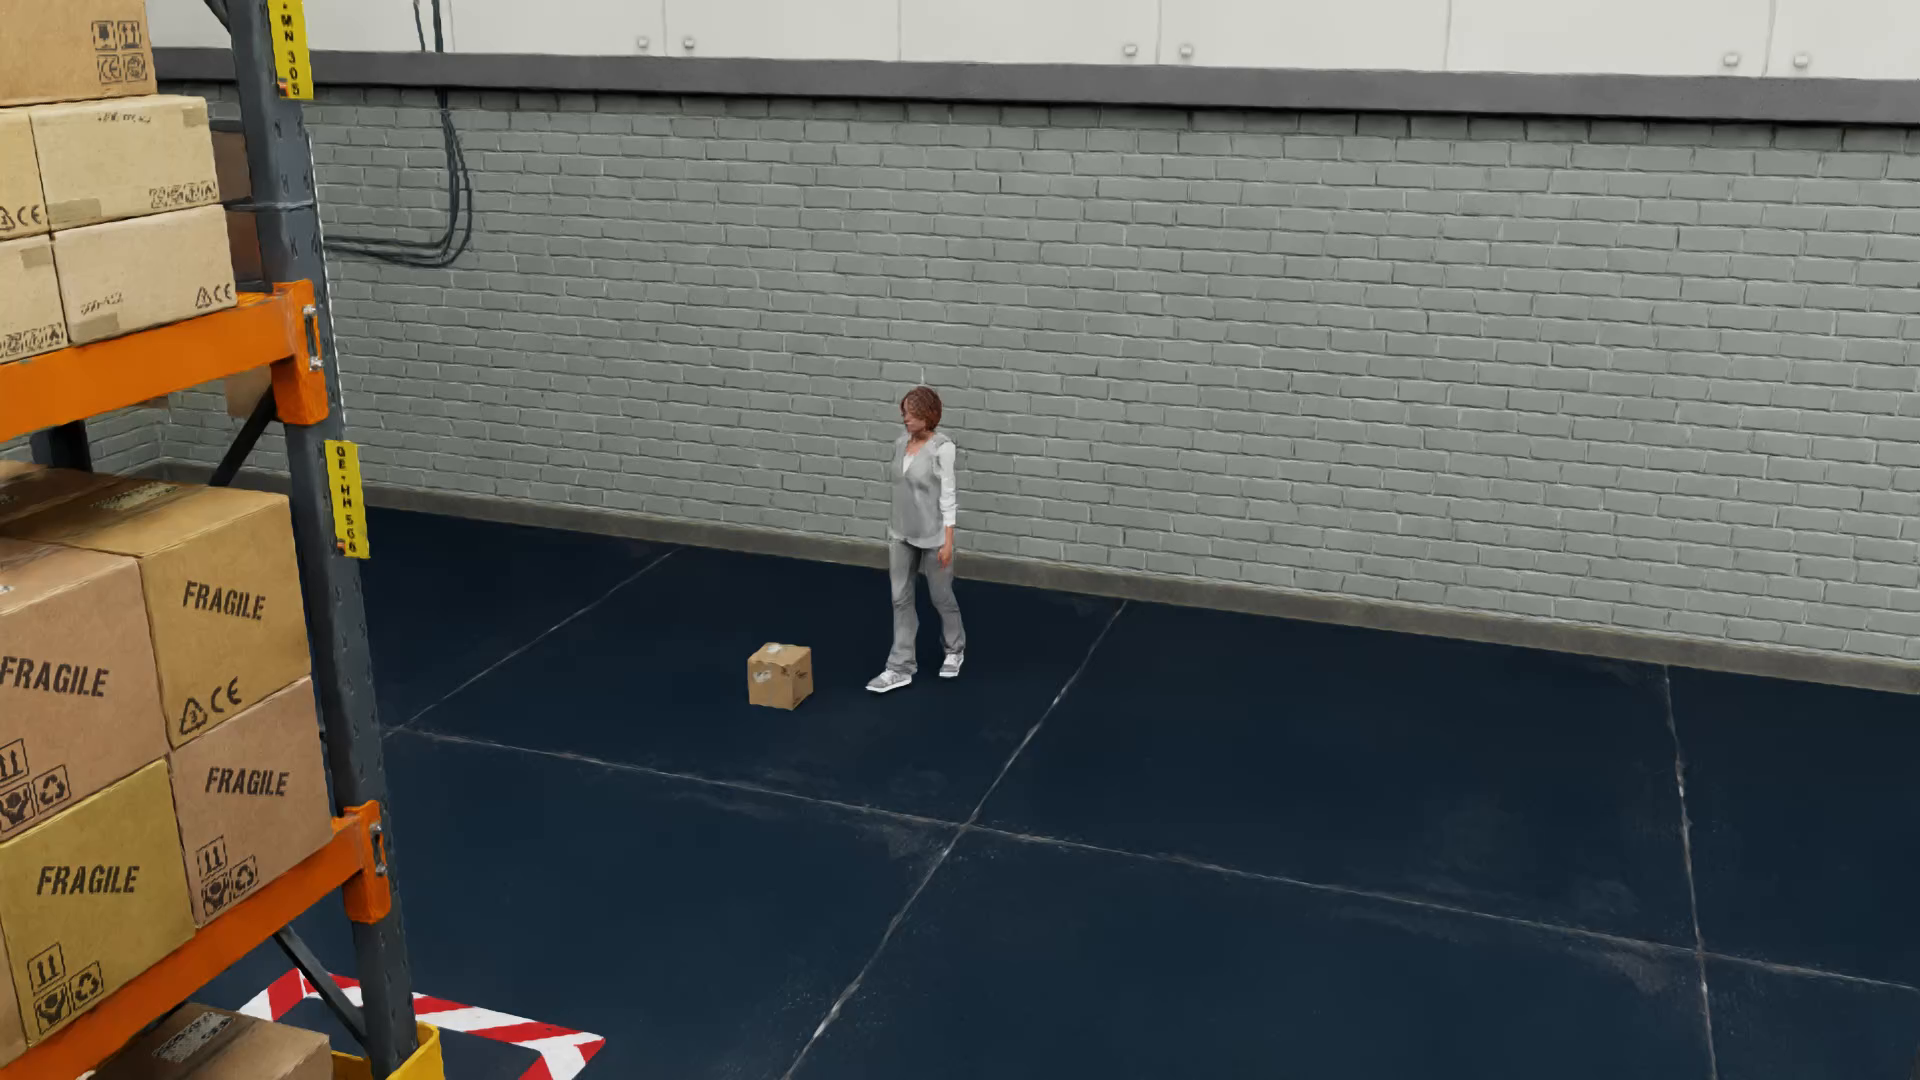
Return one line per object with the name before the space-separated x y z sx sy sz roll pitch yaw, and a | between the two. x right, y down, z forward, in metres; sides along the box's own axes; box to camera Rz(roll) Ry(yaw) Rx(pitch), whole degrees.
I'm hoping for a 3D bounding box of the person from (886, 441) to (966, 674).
person | -0.157 0.067 8.649 0.404 1.278 0.491 14 23 35
